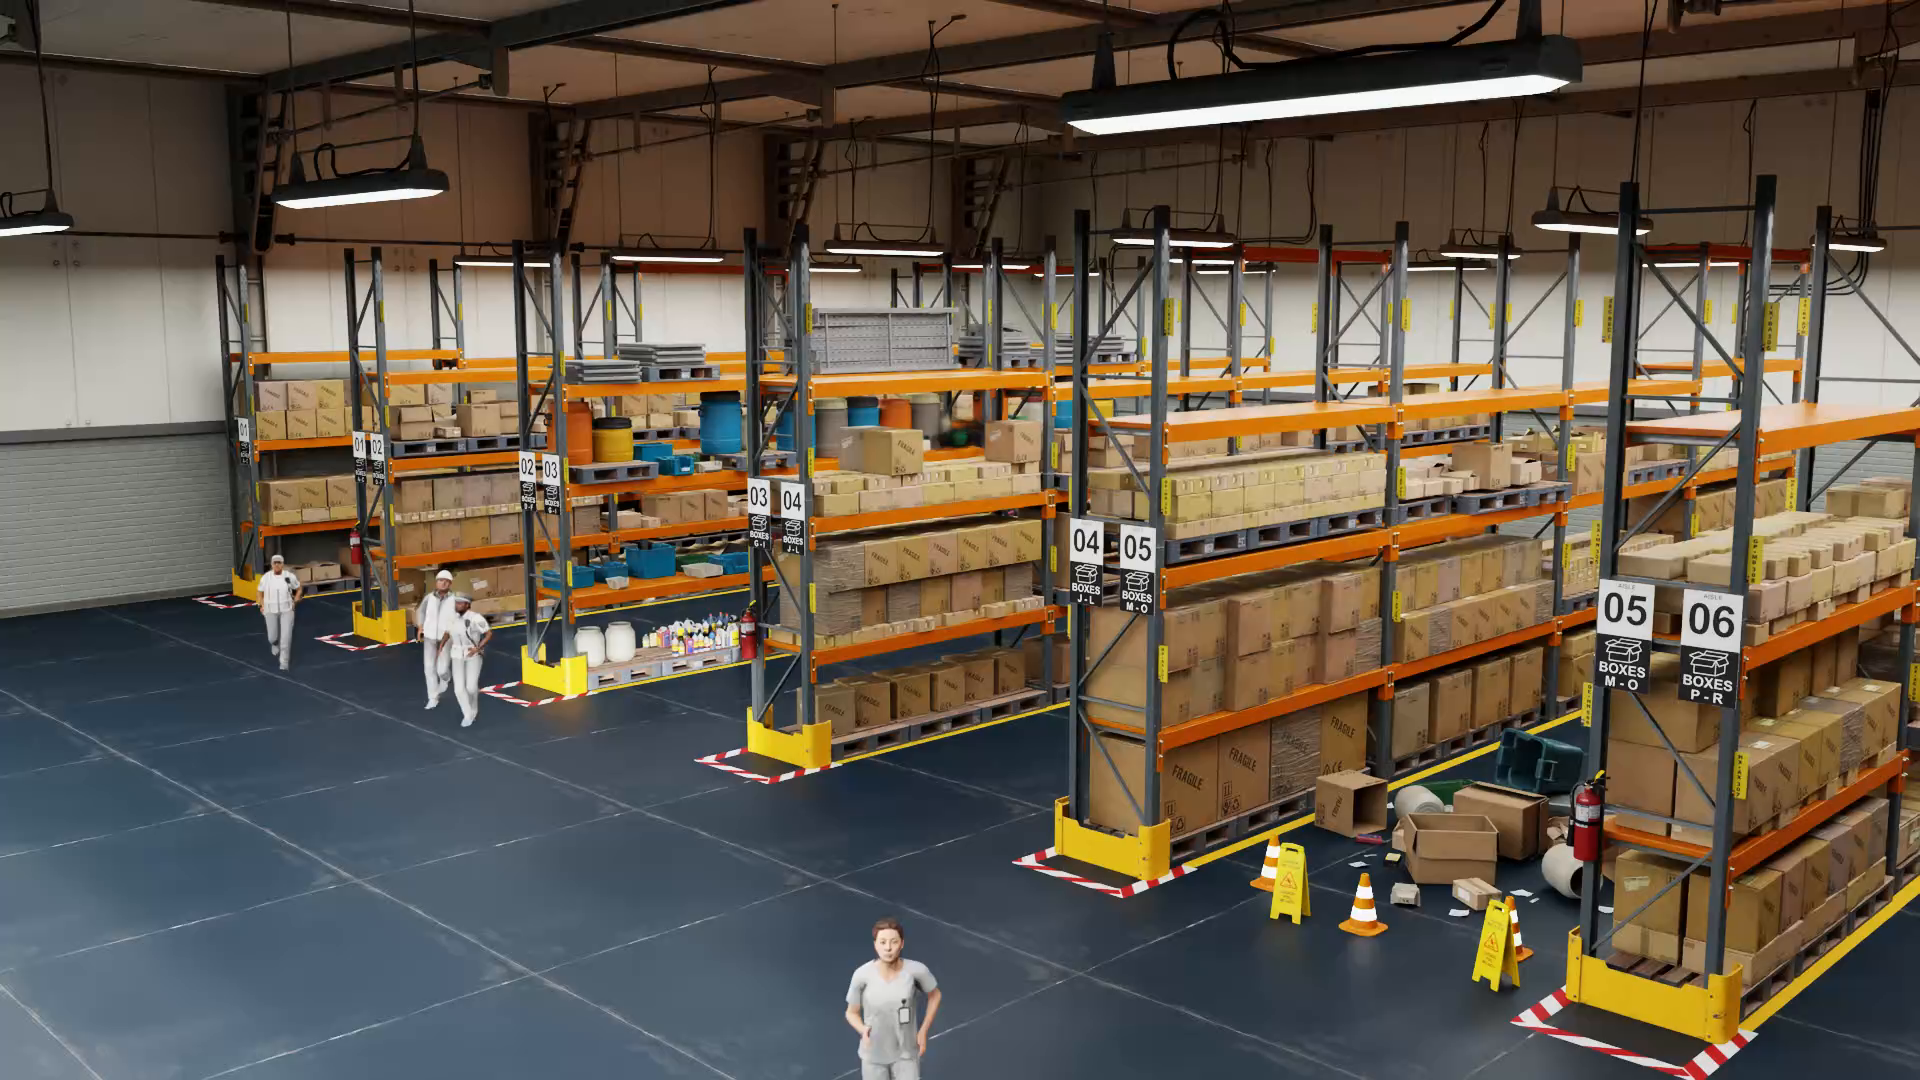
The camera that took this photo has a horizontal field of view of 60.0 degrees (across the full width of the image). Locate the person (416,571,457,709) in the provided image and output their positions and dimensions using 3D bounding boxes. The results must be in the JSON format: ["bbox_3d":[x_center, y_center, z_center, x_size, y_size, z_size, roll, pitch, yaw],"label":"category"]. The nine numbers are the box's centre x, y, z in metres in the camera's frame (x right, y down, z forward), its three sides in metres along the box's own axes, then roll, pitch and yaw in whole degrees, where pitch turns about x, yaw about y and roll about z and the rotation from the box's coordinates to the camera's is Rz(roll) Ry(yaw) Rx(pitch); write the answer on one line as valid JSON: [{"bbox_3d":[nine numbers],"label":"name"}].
[{"bbox_3d":[-6.727,1.270,21.595,0.710,1.750,0.715,0,8,-2],"label":"person"}]

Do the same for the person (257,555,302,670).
[{"bbox_3d":[-9.723,1.024,23.769,0.591,1.619,0.579,-3,9,-20],"label":"person"}]

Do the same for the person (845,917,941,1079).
[{"bbox_3d":[-0.392,3.000,9.591,0.552,1.631,0.577,0,8,2],"label":"person"}]

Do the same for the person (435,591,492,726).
[{"bbox_3d":[-6.126,1.464,20.533,0.688,1.681,0.470,1,8,4],"label":"person"}]

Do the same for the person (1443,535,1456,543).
[{"bbox_3d":[7.602,0.719,25.889,0.525,1.613,0.677,8,11,44],"label":"person"}]
